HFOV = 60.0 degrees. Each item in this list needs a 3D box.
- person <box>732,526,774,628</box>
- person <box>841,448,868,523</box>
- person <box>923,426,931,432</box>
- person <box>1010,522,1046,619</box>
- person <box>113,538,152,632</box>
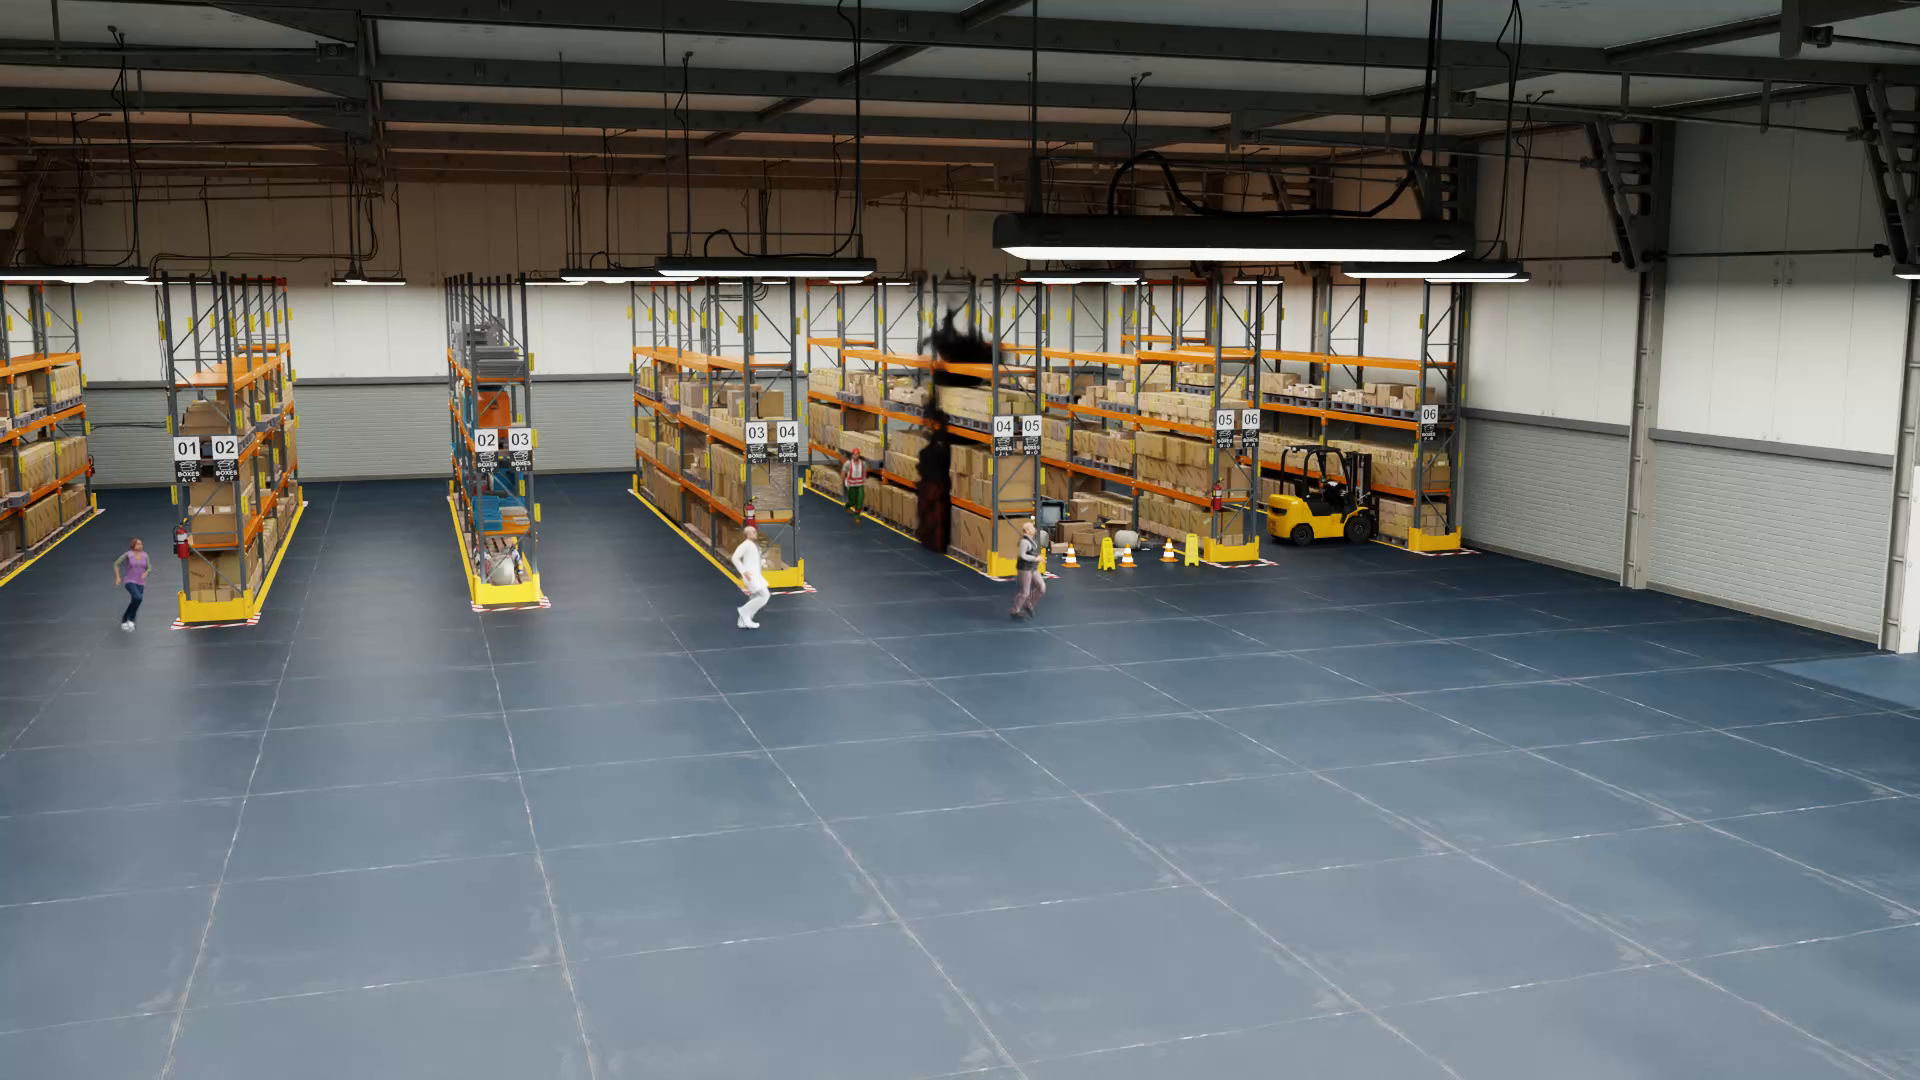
[{"bbox_3d":[-3.459,0.631,28.089,0.655,1.737,0.692,1,9,8],"label":"person"},{"bbox_3d":[-2.463,-1.286,38.892,0.646,1.750,0.711,-3,9,-20],"label":"person"},{"bbox_3d":[-1.036,-2.780,50.956,0.691,1.706,0.577,-2,9,-12],"label":"person"},{"bbox_3d":[1.202,0.549,28.859,0.703,1.734,0.657,4,9,23],"label":"person"},{"bbox_3d":[-13.833,0.785,27.930,0.618,1.452,0.531,7,11,38],"label":"person"}]
